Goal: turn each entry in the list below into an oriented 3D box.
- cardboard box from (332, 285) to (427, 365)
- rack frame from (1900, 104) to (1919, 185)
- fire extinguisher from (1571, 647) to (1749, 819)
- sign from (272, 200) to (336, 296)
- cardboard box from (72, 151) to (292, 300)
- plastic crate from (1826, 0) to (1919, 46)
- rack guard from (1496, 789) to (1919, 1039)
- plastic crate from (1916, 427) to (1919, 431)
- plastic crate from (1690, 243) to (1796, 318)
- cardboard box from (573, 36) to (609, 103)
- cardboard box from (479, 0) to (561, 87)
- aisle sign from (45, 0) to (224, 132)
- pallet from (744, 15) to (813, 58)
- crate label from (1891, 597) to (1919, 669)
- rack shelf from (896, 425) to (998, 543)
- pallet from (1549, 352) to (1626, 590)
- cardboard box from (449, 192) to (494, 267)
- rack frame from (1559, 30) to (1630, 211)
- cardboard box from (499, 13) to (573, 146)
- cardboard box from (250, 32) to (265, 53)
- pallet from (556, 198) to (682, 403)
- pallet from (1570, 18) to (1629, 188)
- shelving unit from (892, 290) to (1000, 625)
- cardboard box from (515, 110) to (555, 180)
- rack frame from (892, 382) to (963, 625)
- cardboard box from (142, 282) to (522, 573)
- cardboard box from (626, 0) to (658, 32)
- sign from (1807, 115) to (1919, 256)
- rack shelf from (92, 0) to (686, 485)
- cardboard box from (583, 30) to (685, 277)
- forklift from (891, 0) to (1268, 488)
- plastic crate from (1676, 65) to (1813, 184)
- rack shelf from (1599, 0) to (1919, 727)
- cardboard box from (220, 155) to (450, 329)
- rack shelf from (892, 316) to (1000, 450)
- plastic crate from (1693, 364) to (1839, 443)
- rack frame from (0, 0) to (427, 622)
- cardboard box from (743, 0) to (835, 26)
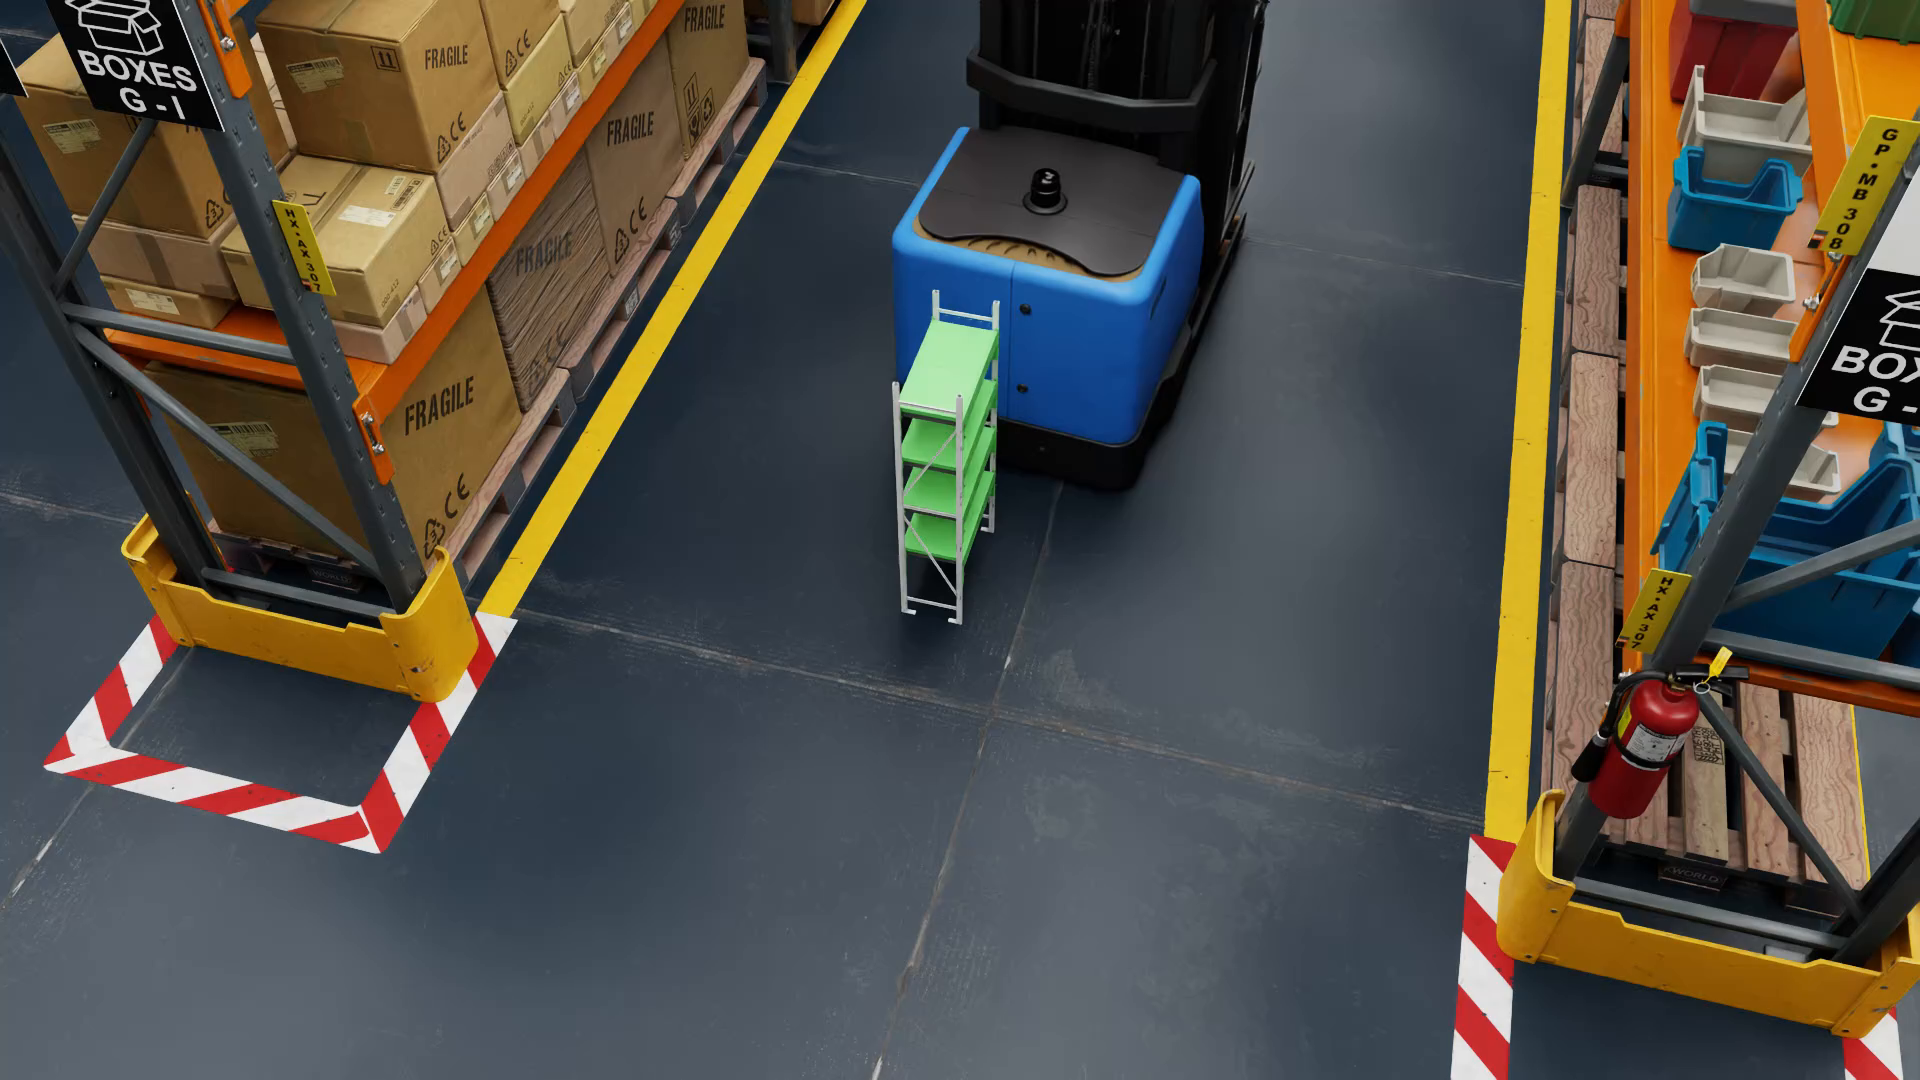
[{"bbox_3d":[-2.003,-0.745,5.493,0.380,0.149,0.250,12,50,10],"label":"cardboard box"},{"bbox_3d":[2.363,-1.644,2.118,1.000,3.000,0.127,12,50,10],"label":"rack frame"},{"bbox_3d":[1.885,0.510,4.519,0.296,0.674,0.183,12,50,10],"label":"fire extinguisher"},{"bbox_3d":[-1.881,-0.835,4.775,0.100,0.325,0.005,12,50,10],"label":"sign"},{"bbox_3d":[-2.544,-1.088,5.530,0.500,0.250,0.500,11,49,9],"label":"cardboard box"},{"bbox_3d":[2.347,-1.351,4.001,0.450,0.188,0.336,12,50,10],"label":"plastic crate"},{"bbox_3d":[2.369,1.188,5.286,1.175,0.500,0.348,12,50,10],"label":"rack guard"},{"bbox_3d":[3.089,-0.411,5.167,0.250,0.136,0.298,12,50,10],"label":"plastic crate"},{"bbox_3d":[2.603,-0.848,5.552,0.298,0.136,0.250,12,50,10],"label":"plastic crate"},{"bbox_3d":[-1.600,-1.857,6.475,0.380,0.149,0.250,10,49,9],"label":"cardboard box"},{"bbox_3d":[-1.766,-1.964,5.803,0.500,0.500,0.500,10,49,9],"label":"cardboard box"},{"bbox_3d":[-2.145,-1.385,4.157,0.394,0.787,0.004,12,50,10],"label":"aisle sign"},{"bbox_3d":[-1.232,-3.180,9.334,1.003,0.211,1.213,12,50,10],"label":"pallet"},{"bbox_3d":[2.746,0.263,4.507,0.416,0.233,0.303,12,50,10],"label":"crate label"},{"bbox_3d":[-0.044,-0.235,6.161,0.258,0.148,0.480,12,50,10],"label":"rack shelf"},{"bbox_3d":[2.941,-0.204,6.708,1.003,0.211,1.213,12,50,10],"label":"pallet"},{"bbox_3d":[-1.870,-1.116,5.820,0.380,0.149,0.250,11,49,9],"label":"cardboard box"},{"bbox_3d":[3.416,-2.552,6.920,1.000,3.000,0.127,12,50,10],"label":"rack frame"},{"bbox_3d":[-1.762,-1.719,6.087,0.500,0.250,0.500,10,49,9],"label":"cardboard box"},{"bbox_3d":[-2.276,-1.823,6.178,0.500,0.250,0.500,10,49,9],"label":"cardboard box"},{"bbox_3d":[-1.957,-1.187,7.575,1.003,0.211,1.213,12,50,10],"label":"pallet"},{"bbox_3d":[3.659,-2.179,8.451,1.003,0.211,1.213,12,50,10],"label":"pallet"},{"bbox_3d":[-0.044,-0.277,6.113,0.258,1.200,0.503,12,50,10],"label":"shelving unit"},{"bbox_3d":[-1.735,-1.488,6.149,0.380,0.149,0.250,11,49,9],"label":"cardboard box"},{"bbox_3d":[-0.108,-0.101,5.958,0.240,1.200,0.015,12,50,10],"label":"rack frame"},{"bbox_3d":[-2.324,-0.551,6.291,0.875,0.875,0.875,12,50,10],"label":"cardboard box"},{"bbox_3d":[-1.464,-2.231,6.805,0.380,0.149,0.250,11,49,9],"label":"cardboard box"},{"bbox_3d":[1.828,-0.713,3.367,0.100,0.325,0.005,12,50,10],"label":"sign"},{"bbox_3d":[-1.889,-1.845,6.776,1.077,0.370,4.000,12,50,10],"label":"rack shelf"},{"bbox_3d":[-1.850,-1.853,7.440,0.875,0.875,0.875,12,50,10],"label":"cardboard box"},{"bbox_3d":[0.709,-2.310,6.753,1.130,2.935,3.031,15,50,13],"label":"forklift"},{"bbox_3d":[2.836,-1.464,6.000,0.437,0.282,0.530,12,50,10],"label":"plastic crate"},{"bbox_3d":[2.890,-0.867,5.913,1.077,0.370,4.000,12,50,10],"label":"rack shelf"},{"bbox_3d":[-2.028,-0.979,5.434,0.500,0.250,0.500,10,49,9],"label":"cardboard box"},{"bbox_3d":[-0.044,-0.553,5.801,0.258,0.148,0.480,12,50,10],"label":"rack shelf"},{"bbox_3d":[2.493,-0.424,5.178,0.396,0.136,0.243,12,50,10],"label":"plastic crate"},{"bbox_3d":[-2.415,-0.636,5.230,1.000,3.000,0.127,12,50,10],"label":"rack frame"},{"bbox_3d":[-1.213,-3.432,8.834,1.225,0.875,0.875,12,50,10],"label":"cardboard box"}]
